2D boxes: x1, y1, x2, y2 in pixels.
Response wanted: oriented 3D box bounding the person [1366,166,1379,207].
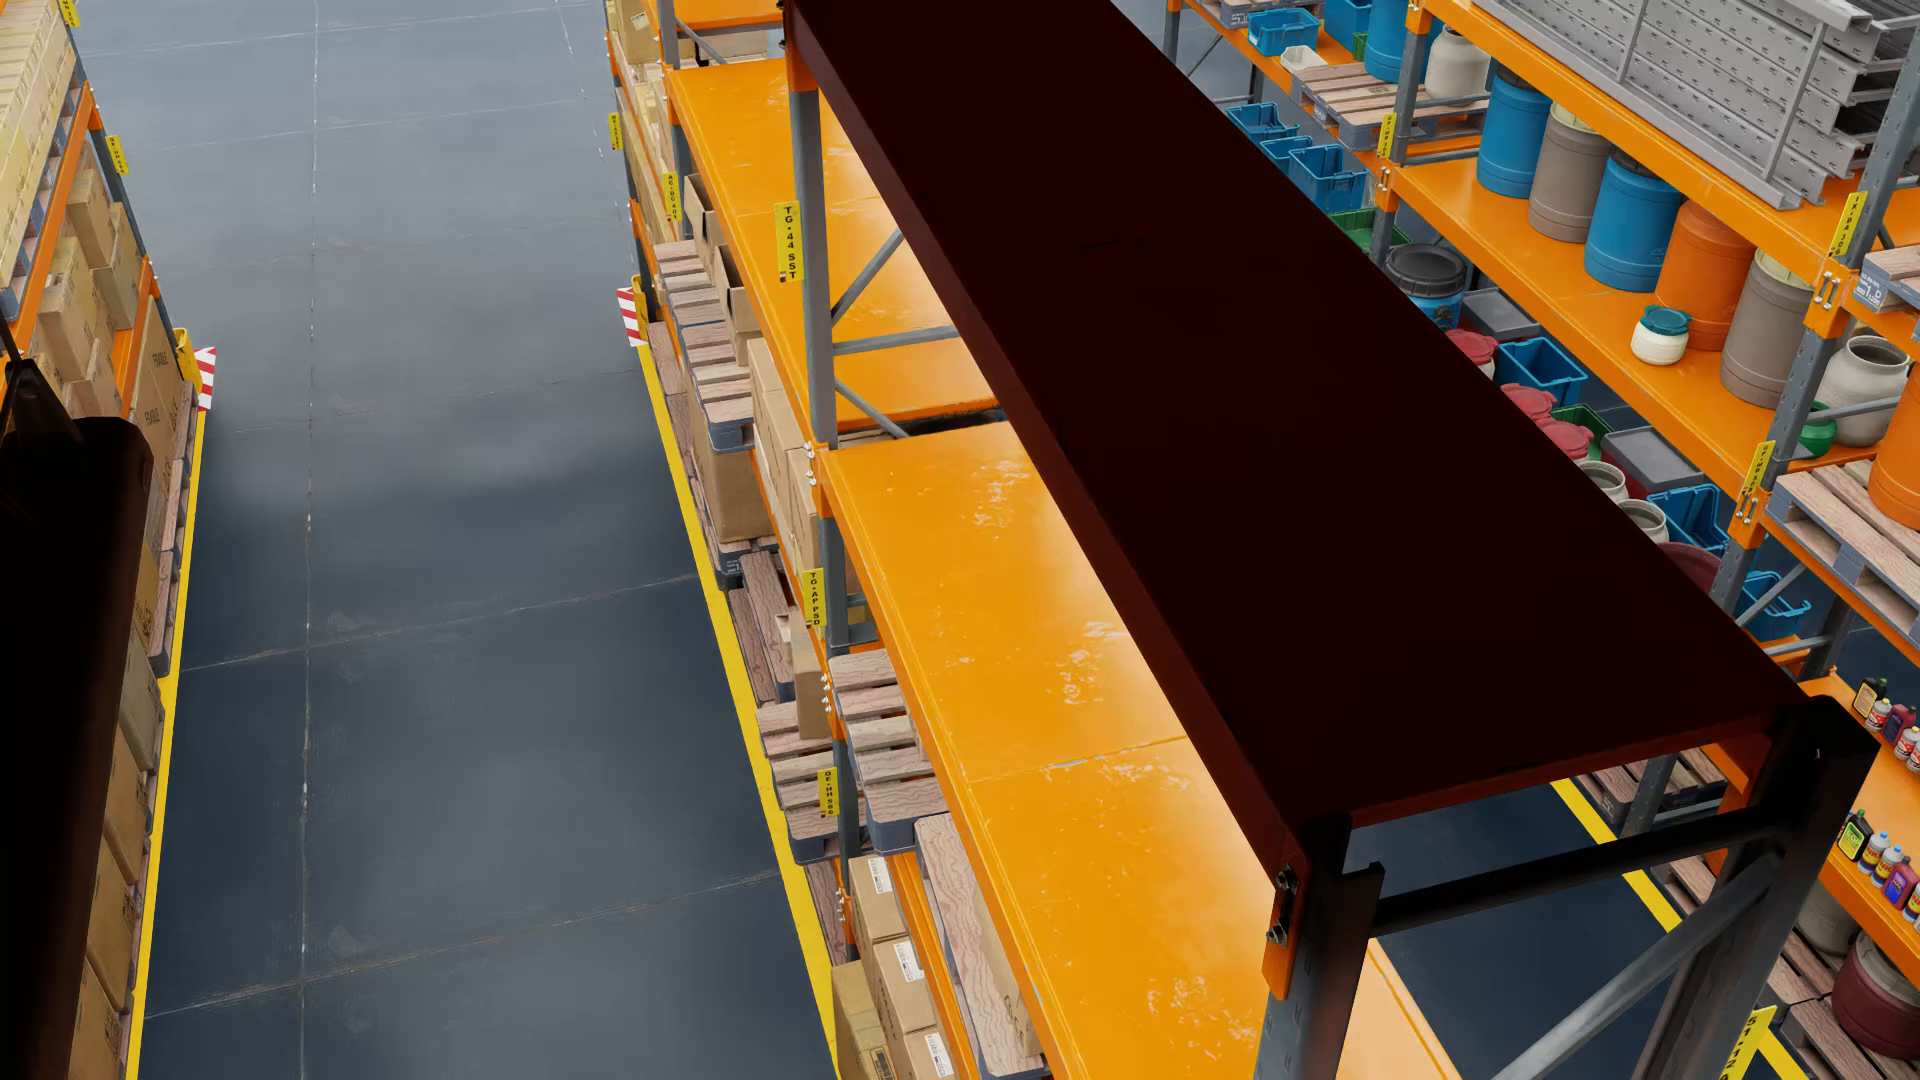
[{"bbox_3d":[4.100,-3.707,16.177,0.392,1.667,0.568,-1,38,-1],"label":"person"}]
